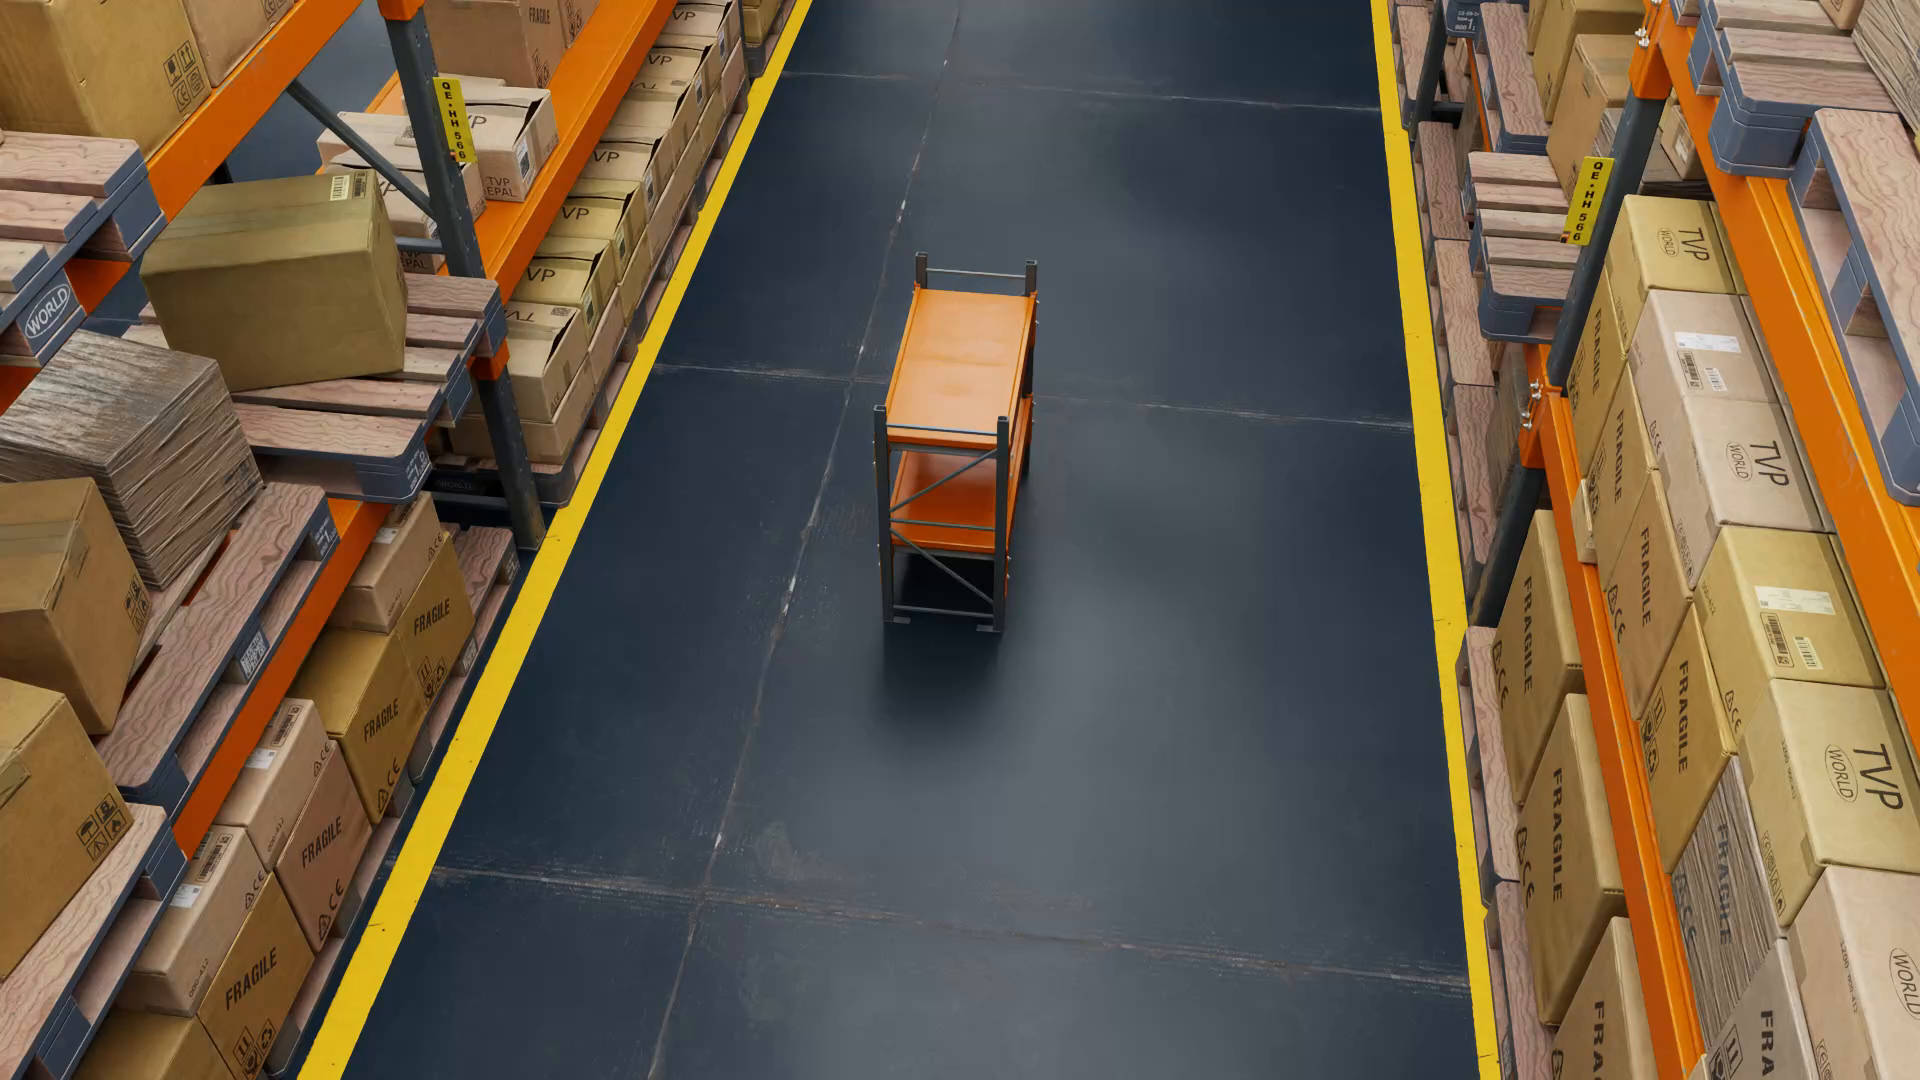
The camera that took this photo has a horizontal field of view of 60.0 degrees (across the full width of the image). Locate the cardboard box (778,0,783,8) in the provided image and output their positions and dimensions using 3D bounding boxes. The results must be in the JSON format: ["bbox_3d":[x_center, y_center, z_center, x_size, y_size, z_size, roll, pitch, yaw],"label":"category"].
[{"bbox_3d":[-1.351,-3.631,10.598,0.500,0.250,0.500,5,44,6],"label":"cardboard box"}]

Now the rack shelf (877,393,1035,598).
[{"bbox_3d":[-0.001,-0.226,7.026,0.538,0.278,1.000,5,44,6],"label":"rack shelf"}]

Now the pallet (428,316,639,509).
[{"bbox_3d":[-2.165,-0.668,7.801,1.003,0.211,1.213,5,44,6],"label":"pallet"}]

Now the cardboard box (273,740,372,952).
[{"bbox_3d":[-2.336,0.995,5.516,0.500,0.500,0.500,4,44,4],"label":"cardboard box"}]

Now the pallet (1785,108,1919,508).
[{"bbox_3d":[2.420,-0.489,3.541,1.003,0.211,1.213,7,44,7],"label":"pallet"}]

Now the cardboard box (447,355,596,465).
[{"bbox_3d":[-1.953,-0.607,7.404,0.500,0.250,0.500,5,44,5],"label":"cardboard box"}]

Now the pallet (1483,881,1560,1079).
[{"bbox_3d":[2.255,1.697,5.304,1.003,0.211,1.213,5,44,6],"label":"pallet"}]

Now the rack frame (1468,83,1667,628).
[{"bbox_3d":[2.598,-0.675,5.781,1.000,3.000,0.127,5,44,6],"label":"rack frame"}]

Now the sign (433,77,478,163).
[{"bbox_3d":[-1.774,-1.471,5.838,0.100,0.325,0.005,5,44,6],"label":"sign"}]

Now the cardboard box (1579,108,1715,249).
[{"bbox_3d":[2.650,-1.192,5.935,0.700,0.500,0.500,1,43,1],"label":"cardboard box"}]

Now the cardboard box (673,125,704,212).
[{"bbox_3d":[-1.687,-2.000,8.876,0.500,0.250,0.500,6,44,6],"label":"cardboard box"}]

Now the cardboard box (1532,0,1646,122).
[{"bbox_3d":[2.793,-2.043,6.834,0.700,0.500,0.500,5,44,6],"label":"cardboard box"}]

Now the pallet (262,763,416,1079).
[{"bbox_3d":[-2.613,1.224,5.803,1.003,0.211,1.213,5,44,6],"label":"pallet"}]

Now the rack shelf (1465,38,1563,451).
[{"bbox_3d":[2.862,-1.777,7.468,1.077,0.370,4.000,5,44,6],"label":"rack shelf"}]

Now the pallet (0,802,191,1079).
[{"bbox_3d":[-2.628,1.139,4.006,1.003,0.211,1.213,5,44,6],"label":"pallet"}]

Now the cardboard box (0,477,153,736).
[{"bbox_3d":[-2.669,0.205,4.474,0.700,0.500,0.500,-5,44,-5],"label":"cardboard box"}]

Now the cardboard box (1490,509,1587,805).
[{"bbox_3d":[2.370,0.442,5.859,0.750,0.750,0.750,5,44,5],"label":"cardboard box"}]

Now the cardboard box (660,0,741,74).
[{"bbox_3d":[-1.553,-2.904,9.422,0.500,0.311,0.500,5,44,6],"label":"cardboard box"}]

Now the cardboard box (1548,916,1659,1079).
[{"bbox_3d":[2.141,1.618,4.617,0.750,0.750,0.750,6,44,7],"label":"cardboard box"}]

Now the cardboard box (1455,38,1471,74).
[{"bbox_3d":[3.168,-2.899,9.871,0.380,0.166,0.250,0,43,0],"label":"cardboard box"}]

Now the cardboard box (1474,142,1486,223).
[{"bbox_3d":[3.027,-1.793,8.460,0.700,0.500,0.500,4,44,5],"label":"cardboard box"}]

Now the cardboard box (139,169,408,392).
[{"bbox_3d":[-2.284,-0.872,5.611,0.700,0.500,0.500,-8,44,-9],"label":"cardboard box"}]

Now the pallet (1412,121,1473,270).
[{"bbox_3d":[3.025,-1.858,9.058,1.003,0.211,1.213,5,44,6],"label":"pallet"}]

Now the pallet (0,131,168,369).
[{"bbox_3d":[-2.552,-0.563,3.618,1.213,0.211,1.003,5,44,6],"label":"pallet"}]

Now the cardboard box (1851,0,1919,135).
[{"bbox_3d":[2.573,-1.259,3.823,0.700,0.500,0.500,3,44,3],"label":"cardboard box"}]

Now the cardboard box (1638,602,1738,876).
[{"bbox_3d":[2.074,0.531,4.204,0.500,0.500,0.500,6,44,7],"label":"cardboard box"}]

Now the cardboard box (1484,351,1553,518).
[{"bbox_3d":[2.641,-0.422,7.012,0.700,0.500,0.500,6,44,6],"label":"cardboard box"}]

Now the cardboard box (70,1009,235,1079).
[{"bbox_3d":[-2.477,1.679,4.793,0.500,0.500,0.500,6,44,6],"label":"cardboard box"}]

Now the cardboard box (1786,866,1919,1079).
[{"bbox_3d":[1.954,0.938,3.229,0.500,0.250,0.500,6,44,6],"label":"cardboard box"}]

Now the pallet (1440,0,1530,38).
[{"bbox_3d":[2.881,-2.824,8.190,1.003,0.211,1.213,5,44,6],"label":"pallet"}]

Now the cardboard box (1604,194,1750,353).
[{"bbox_3d":[2.278,-0.793,5.057,0.500,0.250,0.500,6,44,7],"label":"cardboard box"}]

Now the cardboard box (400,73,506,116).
[{"bbox_3d":[-2.200,-1.906,7.264,0.380,0.149,0.250,8,44,9],"label":"cardboard box"}]

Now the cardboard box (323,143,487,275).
[{"bbox_3d":[-2.222,-1.334,6.542,0.500,0.311,0.500,8,44,8],"label":"cardboard box"}]

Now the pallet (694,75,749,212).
[{"bbox_3d":[-1.843,-2.330,9.558,1.003,0.211,1.213,5,44,6],"label":"pallet"}]

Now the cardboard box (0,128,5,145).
[{"bbox_3d":[-2.529,-0.957,3.446,0.600,0.600,0.600,4,44,4],"label":"cardboard box"}]

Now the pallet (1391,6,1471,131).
[{"bbox_3d":[3.180,-2.849,10.106,1.003,0.211,1.213,5,44,6],"label":"pallet"}]

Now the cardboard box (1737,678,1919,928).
[{"bbox_3d":[2.022,0.591,3.596,0.500,0.250,0.500,6,44,6],"label":"cardboard box"}]

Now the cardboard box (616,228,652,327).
[{"bbox_3d":[-1.824,-1.304,8.140,0.500,0.250,0.500,4,44,4],"label":"cardboard box"}]

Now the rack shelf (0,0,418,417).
[{"bbox_3d":[-2.577,-0.588,4.030,1.077,0.370,4.000,5,44,6],"label":"rack shelf"}]

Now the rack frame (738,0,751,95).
[{"bbox_3d":[-1.784,-3.849,9.133,1.000,3.000,0.127,5,44,6],"label":"rack frame"}]

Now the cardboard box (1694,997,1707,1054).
[{"bbox_3d":[1.997,1.187,3.983,0.380,0.149,0.250,5,44,6],"label":"cardboard box"}]

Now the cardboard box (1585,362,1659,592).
[{"bbox_3d":[2.201,-0.163,4.936,0.500,0.500,0.500,7,44,7],"label":"cardboard box"}]

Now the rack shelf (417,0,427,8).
[{"bbox_3d":[-2.049,-3.314,6.909,1.077,0.370,4.000,5,44,6],"label":"rack shelf"}]

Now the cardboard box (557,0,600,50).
[{"bbox_3d":[-2.038,-2.663,7.808,0.500,0.500,0.500,5,44,6],"label":"cardboard box"}]

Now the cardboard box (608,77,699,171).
[{"bbox_3d":[-1.684,-2.209,8.688,0.500,0.311,0.500,5,44,5],"label":"cardboard box"}]

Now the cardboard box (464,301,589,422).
[{"bbox_3d":[-1.953,-0.811,7.211,0.500,0.311,0.500,7,44,7],"label":"cardboard box"}]

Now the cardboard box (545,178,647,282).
[{"bbox_3d":[-1.822,-1.517,7.957,0.500,0.311,0.500,4,44,4],"label":"cardboard box"}]

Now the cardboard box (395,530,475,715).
[{"bbox_3d":[-2.204,0.284,6.266,0.500,0.500,0.500,7,44,7],"label":"cardboard box"}]

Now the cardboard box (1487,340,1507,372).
[{"bbox_3d":[2.862,-1.104,7.732,0.700,0.500,0.500,5,44,5],"label":"cardboard box"}]

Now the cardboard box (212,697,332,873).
[{"bbox_3d":[-2.338,0.748,5.231,0.500,0.250,0.500,4,44,5],"label":"cardboard box"}]

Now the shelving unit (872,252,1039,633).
[{"bbox_3d":[-0.001,-0.404,6.858,0.538,1.125,1.048,5,44,6],"label":"shelving unit"}]

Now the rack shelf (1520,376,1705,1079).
[{"bbox_3d":[2.333,0.949,4.589,1.077,0.370,4.000,5,44,6],"label":"rack shelf"}]

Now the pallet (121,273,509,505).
[{"bbox_3d":[-2.333,-0.585,5.825,1.213,0.211,1.003,5,44,6],"label":"pallet"}]

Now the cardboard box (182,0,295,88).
[{"bbox_3d":[-2.405,-1.600,4.504,0.910,0.500,0.500,5,44,6],"label":"cardboard box"}]

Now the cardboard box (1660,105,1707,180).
[{"bbox_3d":[2.614,-1.344,5.624,0.380,0.149,0.250,0,43,0],"label":"cardboard box"}]

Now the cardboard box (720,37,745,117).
[{"bbox_3d":[-1.552,-2.694,9.608,0.500,0.250,0.500,5,44,5],"label":"cardboard box"}]

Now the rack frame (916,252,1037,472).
[{"bbox_3d":[0.066,-0.750,7.224,0.500,1.125,0.032,5,44,6],"label":"rack frame"}]

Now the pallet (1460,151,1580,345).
[{"bbox_3d":[2.586,-1.101,6.370,1.213,0.211,1.003,5,44,6],"label":"pallet"}]

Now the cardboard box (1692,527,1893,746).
[{"bbox_3d":[2.088,0.243,3.962,0.500,0.250,0.500,4,44,5],"label":"cardboard box"}]

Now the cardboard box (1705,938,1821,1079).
[{"bbox_3d":[1.938,1.214,3.483,0.500,0.500,0.500,6,44,6],"label":"cardboard box"}]
